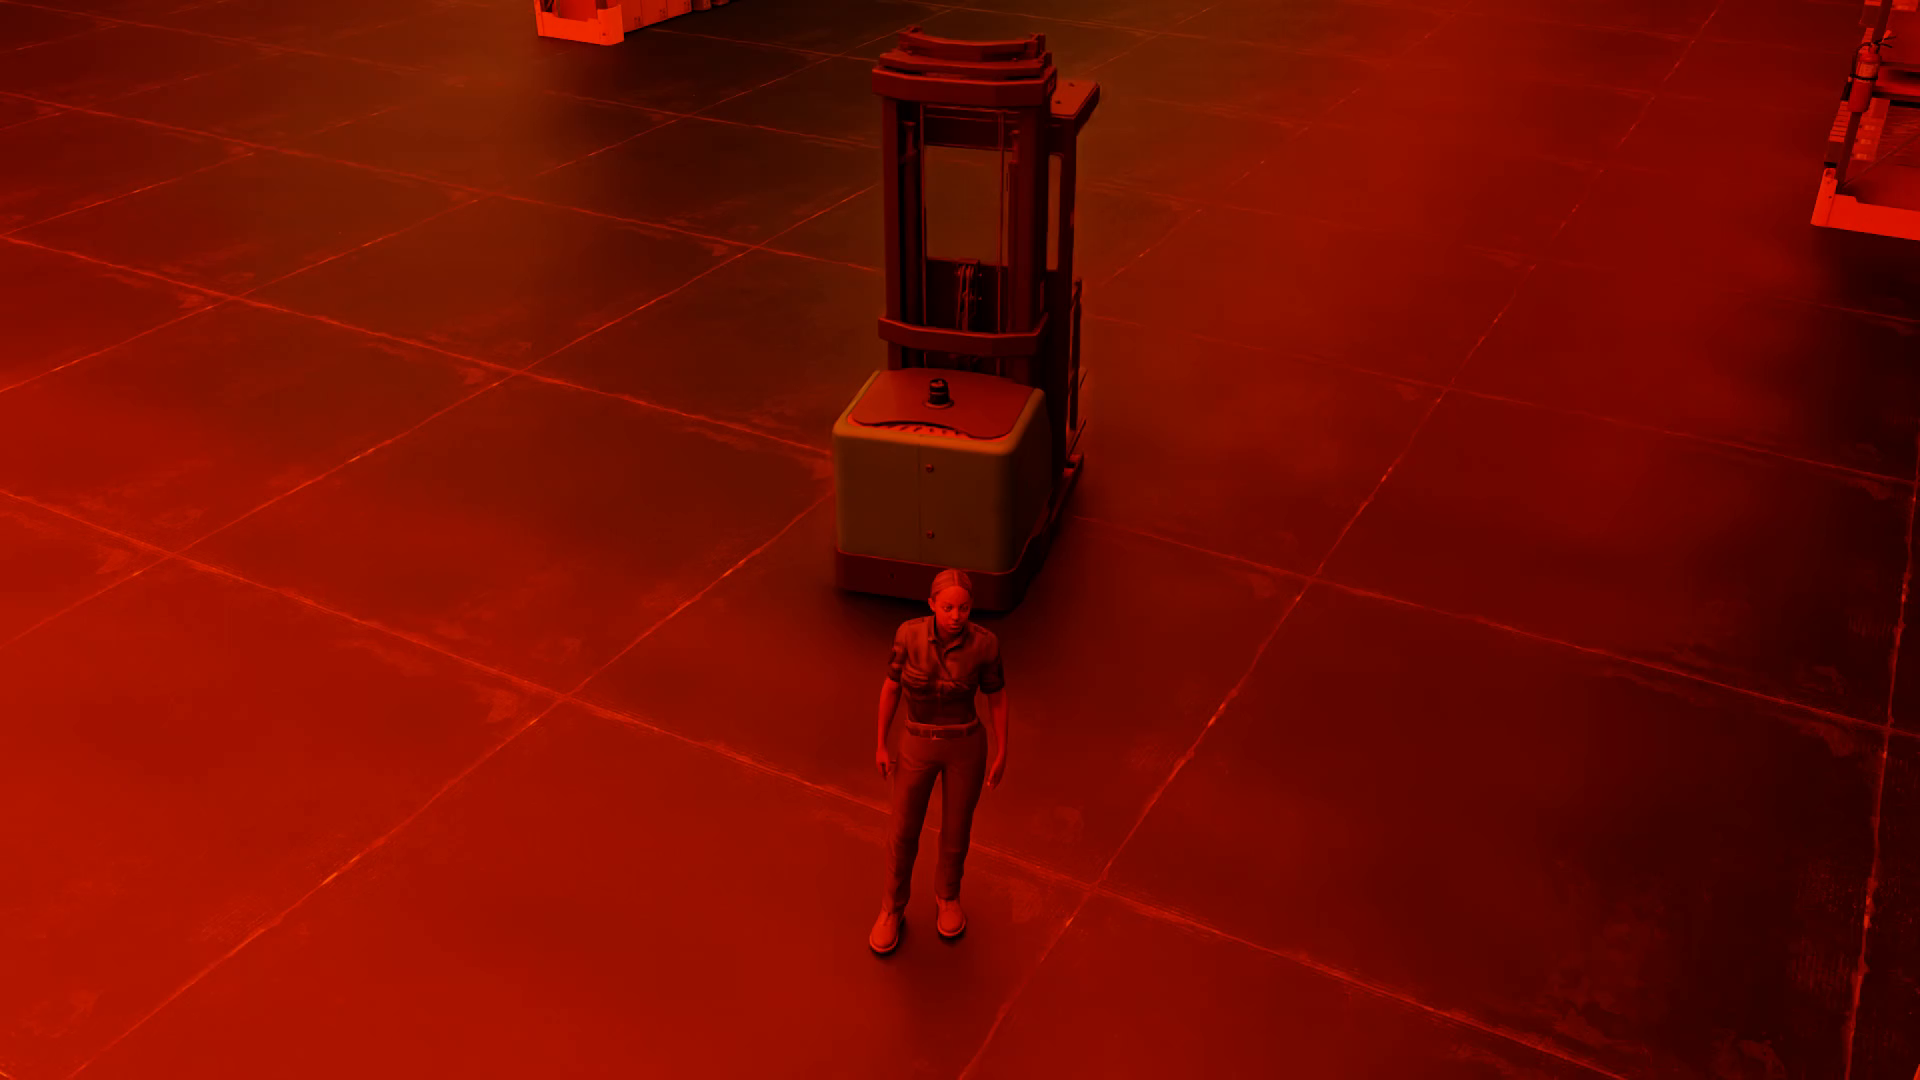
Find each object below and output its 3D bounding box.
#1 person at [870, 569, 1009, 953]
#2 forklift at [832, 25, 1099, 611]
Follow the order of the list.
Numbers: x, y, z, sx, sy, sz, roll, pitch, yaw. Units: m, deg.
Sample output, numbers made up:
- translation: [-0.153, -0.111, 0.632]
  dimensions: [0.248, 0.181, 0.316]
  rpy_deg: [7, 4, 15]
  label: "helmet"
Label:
- translation: [-0.090, 0.906, 6.764]
  dimensions: [0.569, 1.654, 0.504]
  rpy_deg: [1, 30, 3]
  label: "person"
- translation: [0.169, -1.600, 9.843]
  dimensions: [1.130, 2.935, 3.031]
  rpy_deg: [8, 31, 13]
  label: "forklift"
